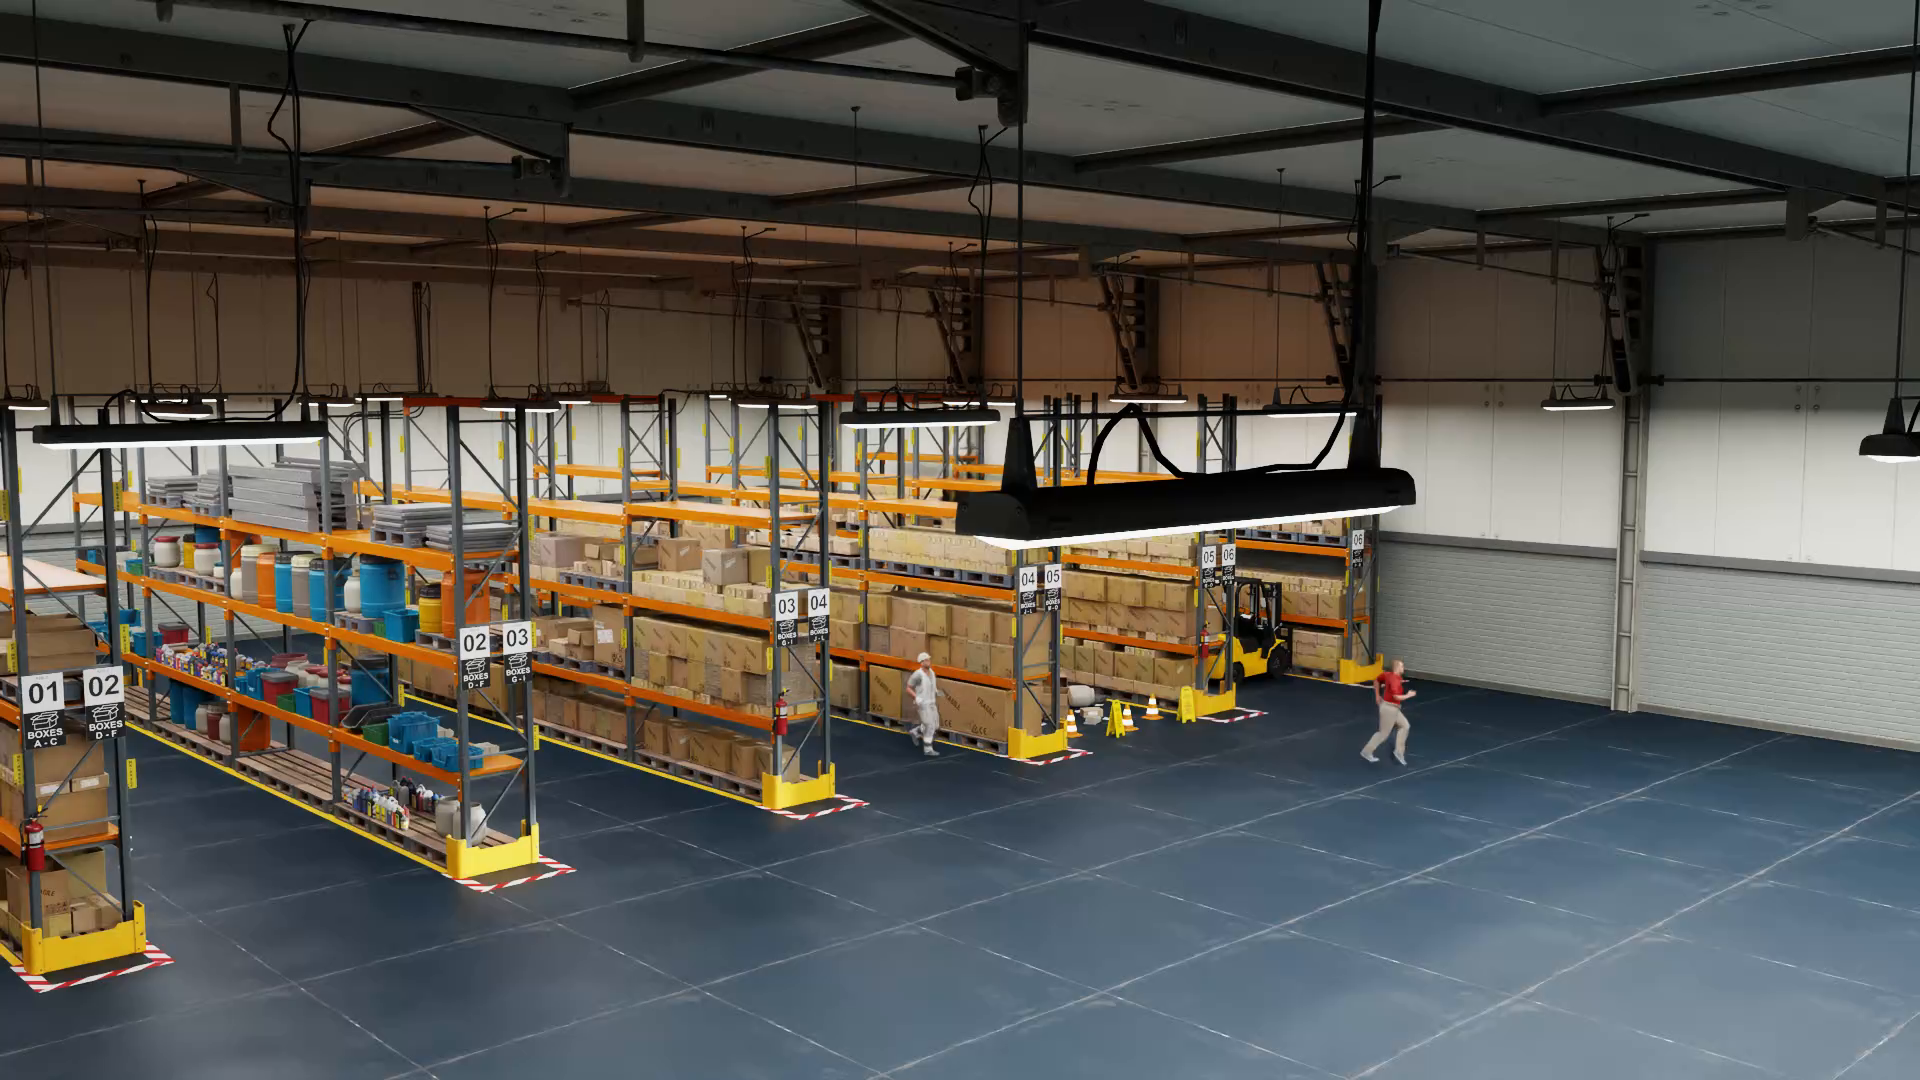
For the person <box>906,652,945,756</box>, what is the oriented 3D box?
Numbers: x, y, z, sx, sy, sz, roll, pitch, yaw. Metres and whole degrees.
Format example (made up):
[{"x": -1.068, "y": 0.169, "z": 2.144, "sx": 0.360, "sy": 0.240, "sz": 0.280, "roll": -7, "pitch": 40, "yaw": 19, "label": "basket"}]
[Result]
[{"x": -0.621, "y": 2.756, "z": 27.996, "sx": 0.692, "sy": 1.747, "sz": 0.651, "roll": 4, "pitch": 7, "yaw": 37, "label": "person"}]

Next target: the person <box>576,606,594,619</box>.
[{"x": -9.680, "y": 1.334, "z": 42.729, "sx": 0.633, "sy": 1.782, "sz": 0.789, "roll": 2, "pitch": 6, "yaw": 20, "label": "person"}]

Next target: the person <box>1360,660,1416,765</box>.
[{"x": 7.030, "y": 2.852, "z": 27.310, "sx": 0.874, "sy": 1.777, "sz": 0.686, "roll": 1, "pitch": 6, "yaw": 7, "label": "person"}]
